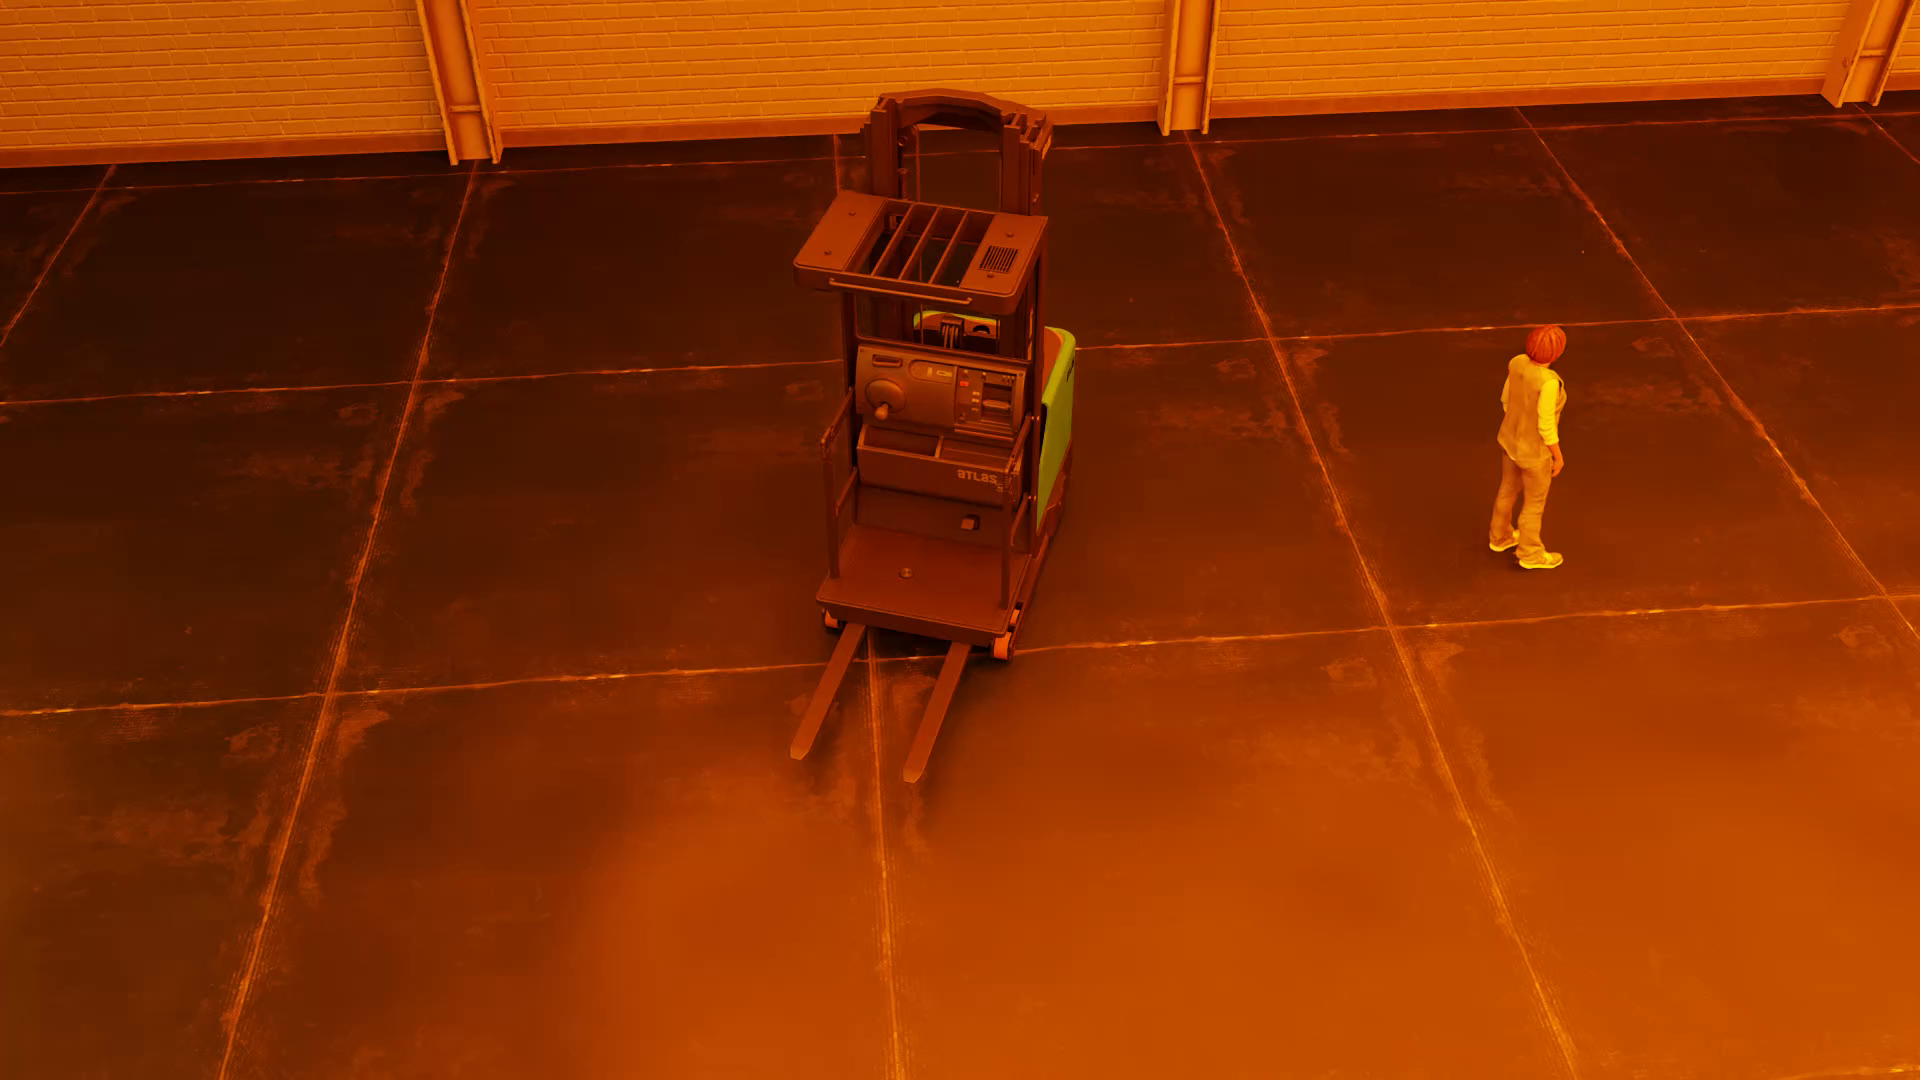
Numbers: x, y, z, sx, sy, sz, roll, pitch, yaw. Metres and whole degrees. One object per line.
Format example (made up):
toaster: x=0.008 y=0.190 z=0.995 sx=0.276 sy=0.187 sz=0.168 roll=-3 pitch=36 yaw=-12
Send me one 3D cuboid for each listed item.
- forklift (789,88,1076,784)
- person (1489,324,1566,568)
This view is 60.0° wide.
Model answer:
forklift: x=-0.162 y=-0.719 z=8.779 sx=1.130 sy=2.935 sz=3.031 roll=10 pitch=42 yaw=11
person: x=3.341 y=-0.558 z=9.611 sx=0.461 sy=1.603 sz=0.509 roll=-12 pitch=42 yaw=-14
